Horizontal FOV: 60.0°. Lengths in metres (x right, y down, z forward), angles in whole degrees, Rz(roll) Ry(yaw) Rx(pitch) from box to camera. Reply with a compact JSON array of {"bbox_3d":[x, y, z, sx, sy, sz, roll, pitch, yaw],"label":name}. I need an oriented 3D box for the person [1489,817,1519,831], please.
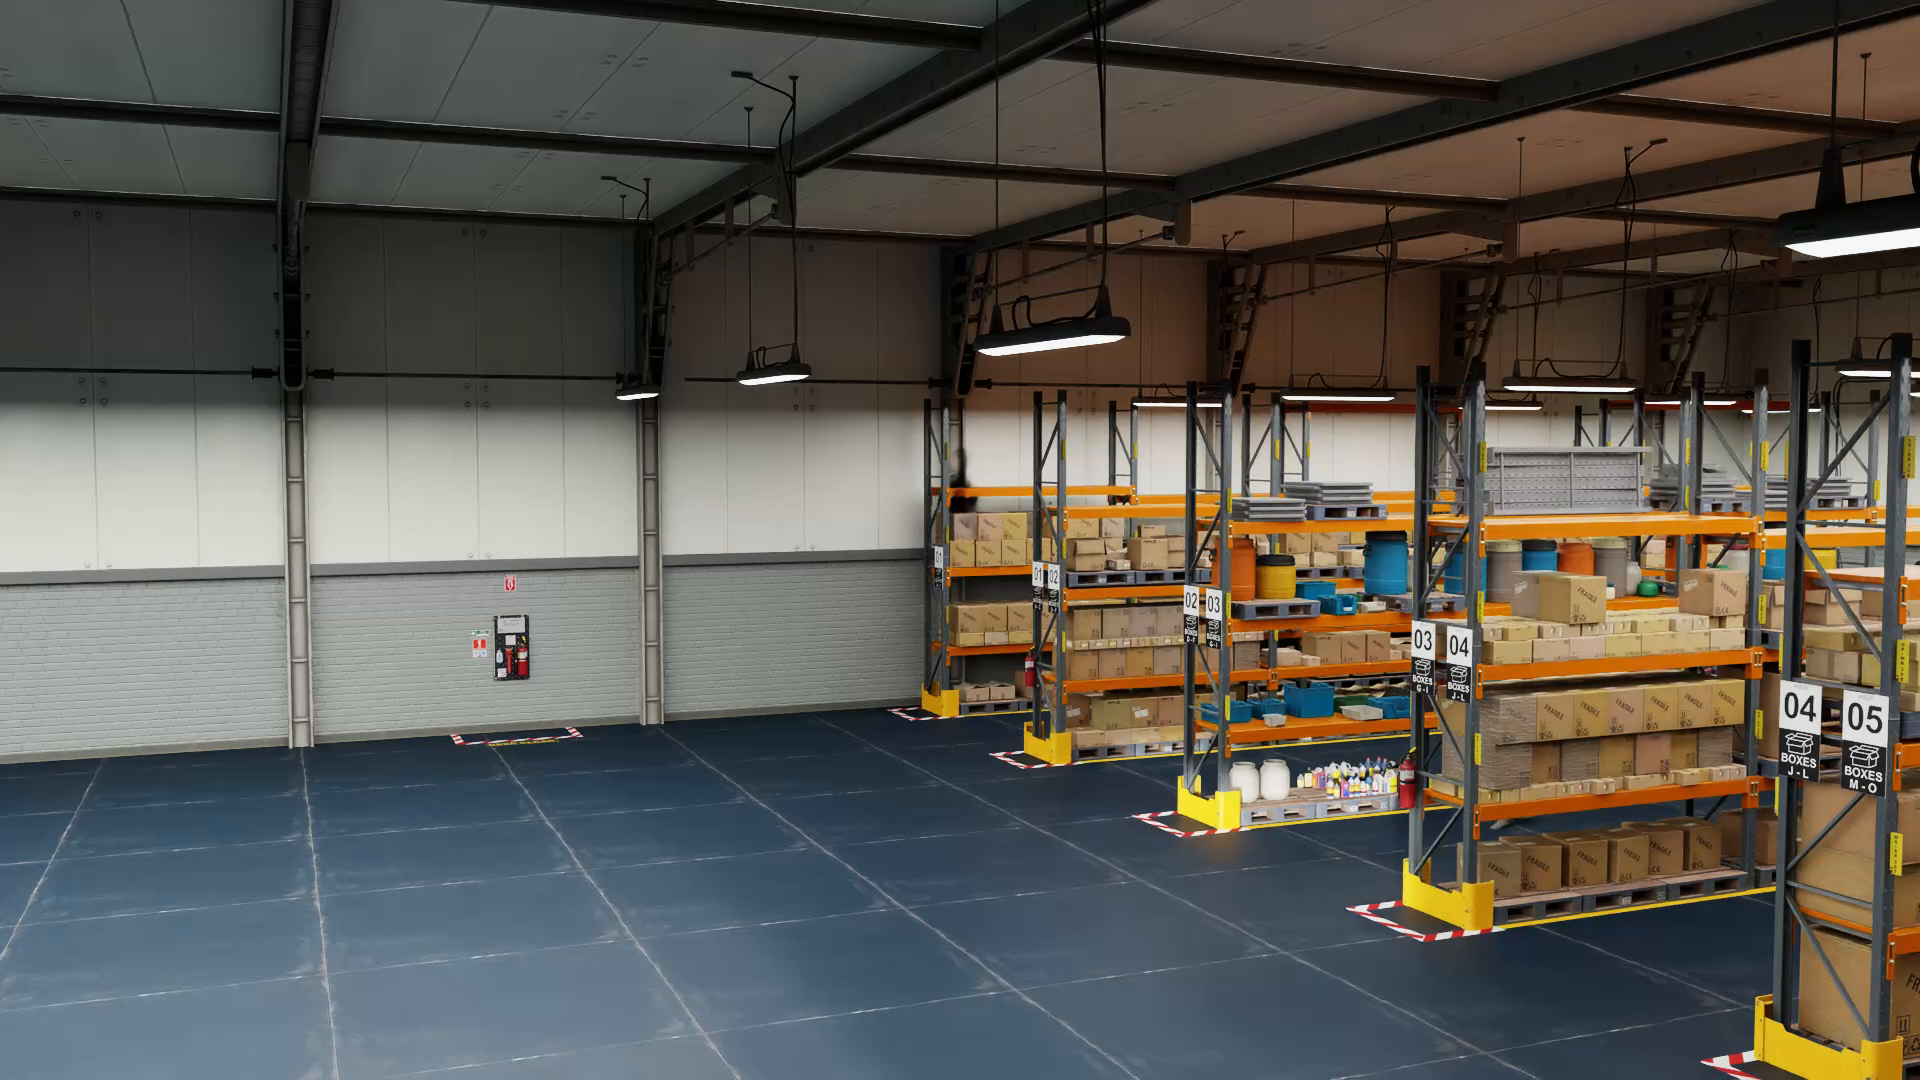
[{"bbox_3d":[7.393,3.071,22.314,1.128,1.599,0.707,-2,4,-36],"label":"person"}]
